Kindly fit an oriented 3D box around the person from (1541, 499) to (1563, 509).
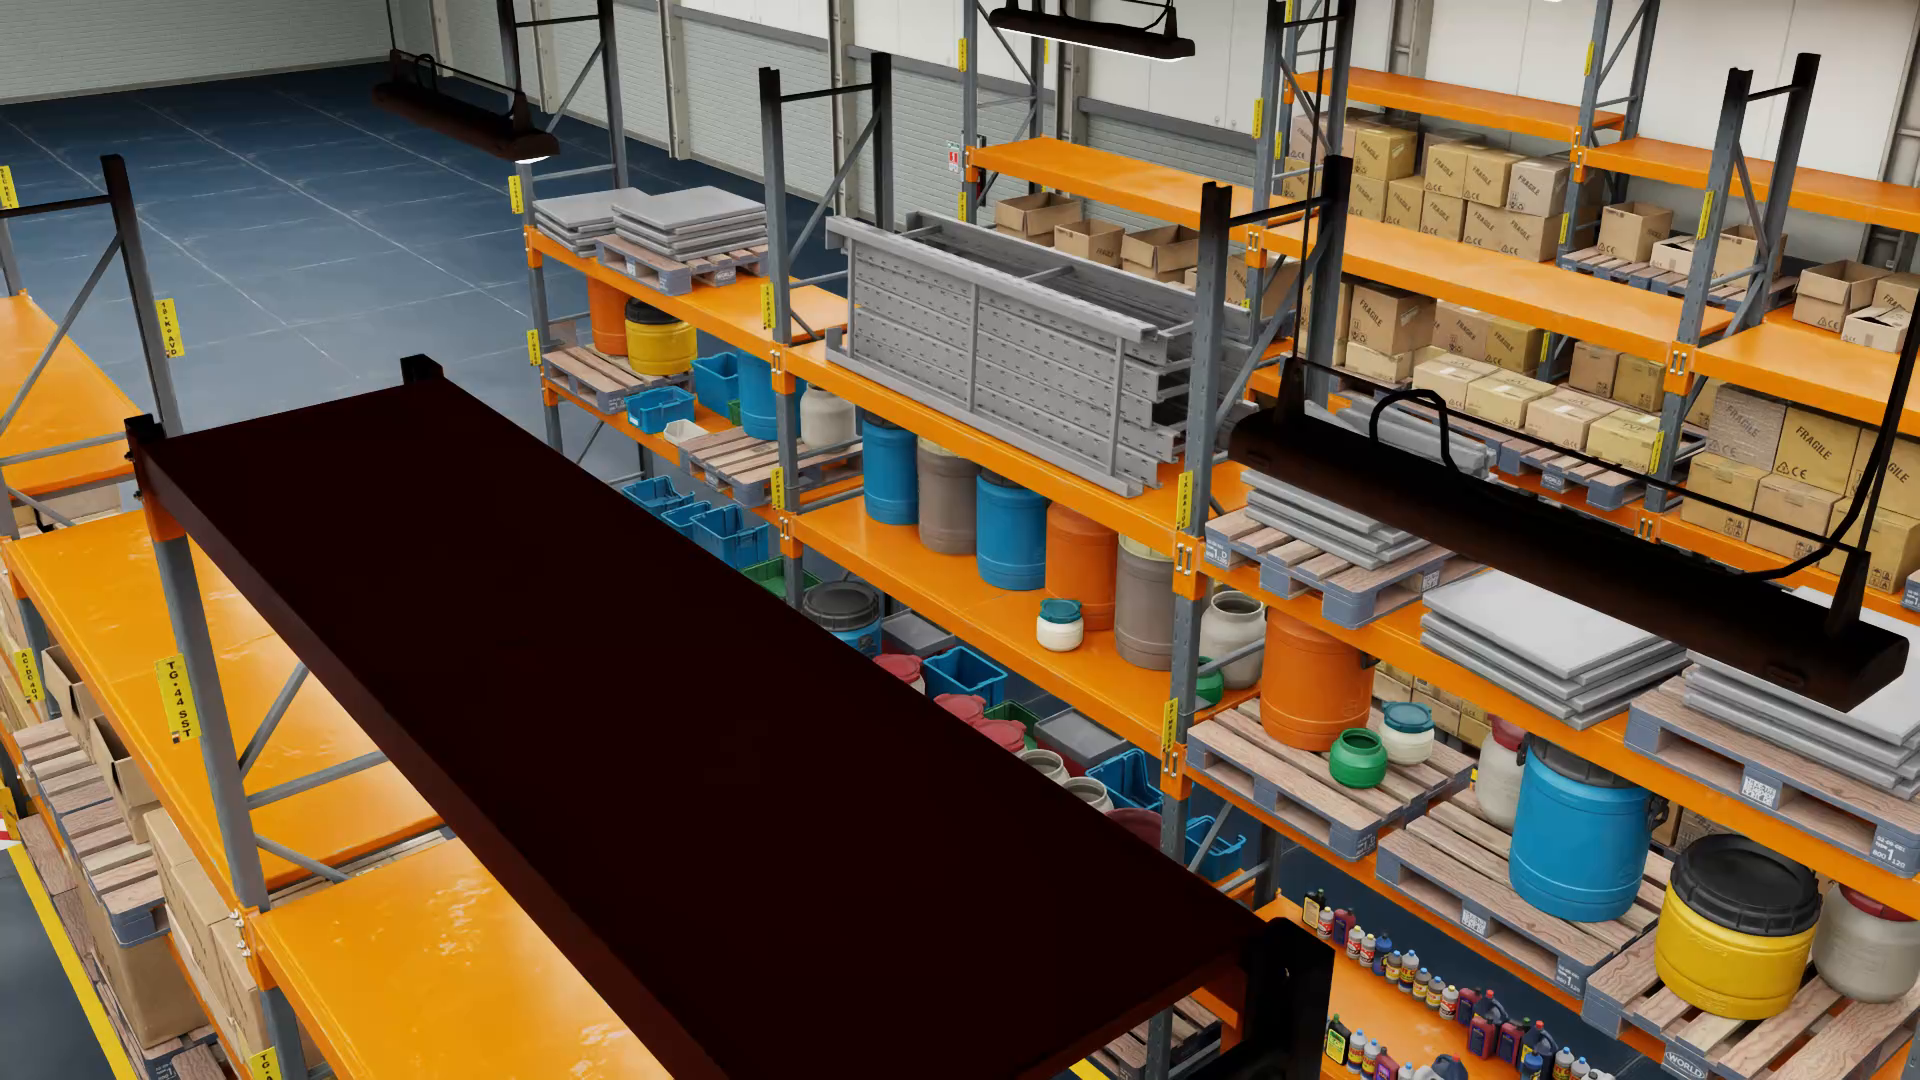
[{"bbox_3d":[5.353,0.304,15.765,0.542,1.647,0.630,-18,31,-32],"label":"person"}]
